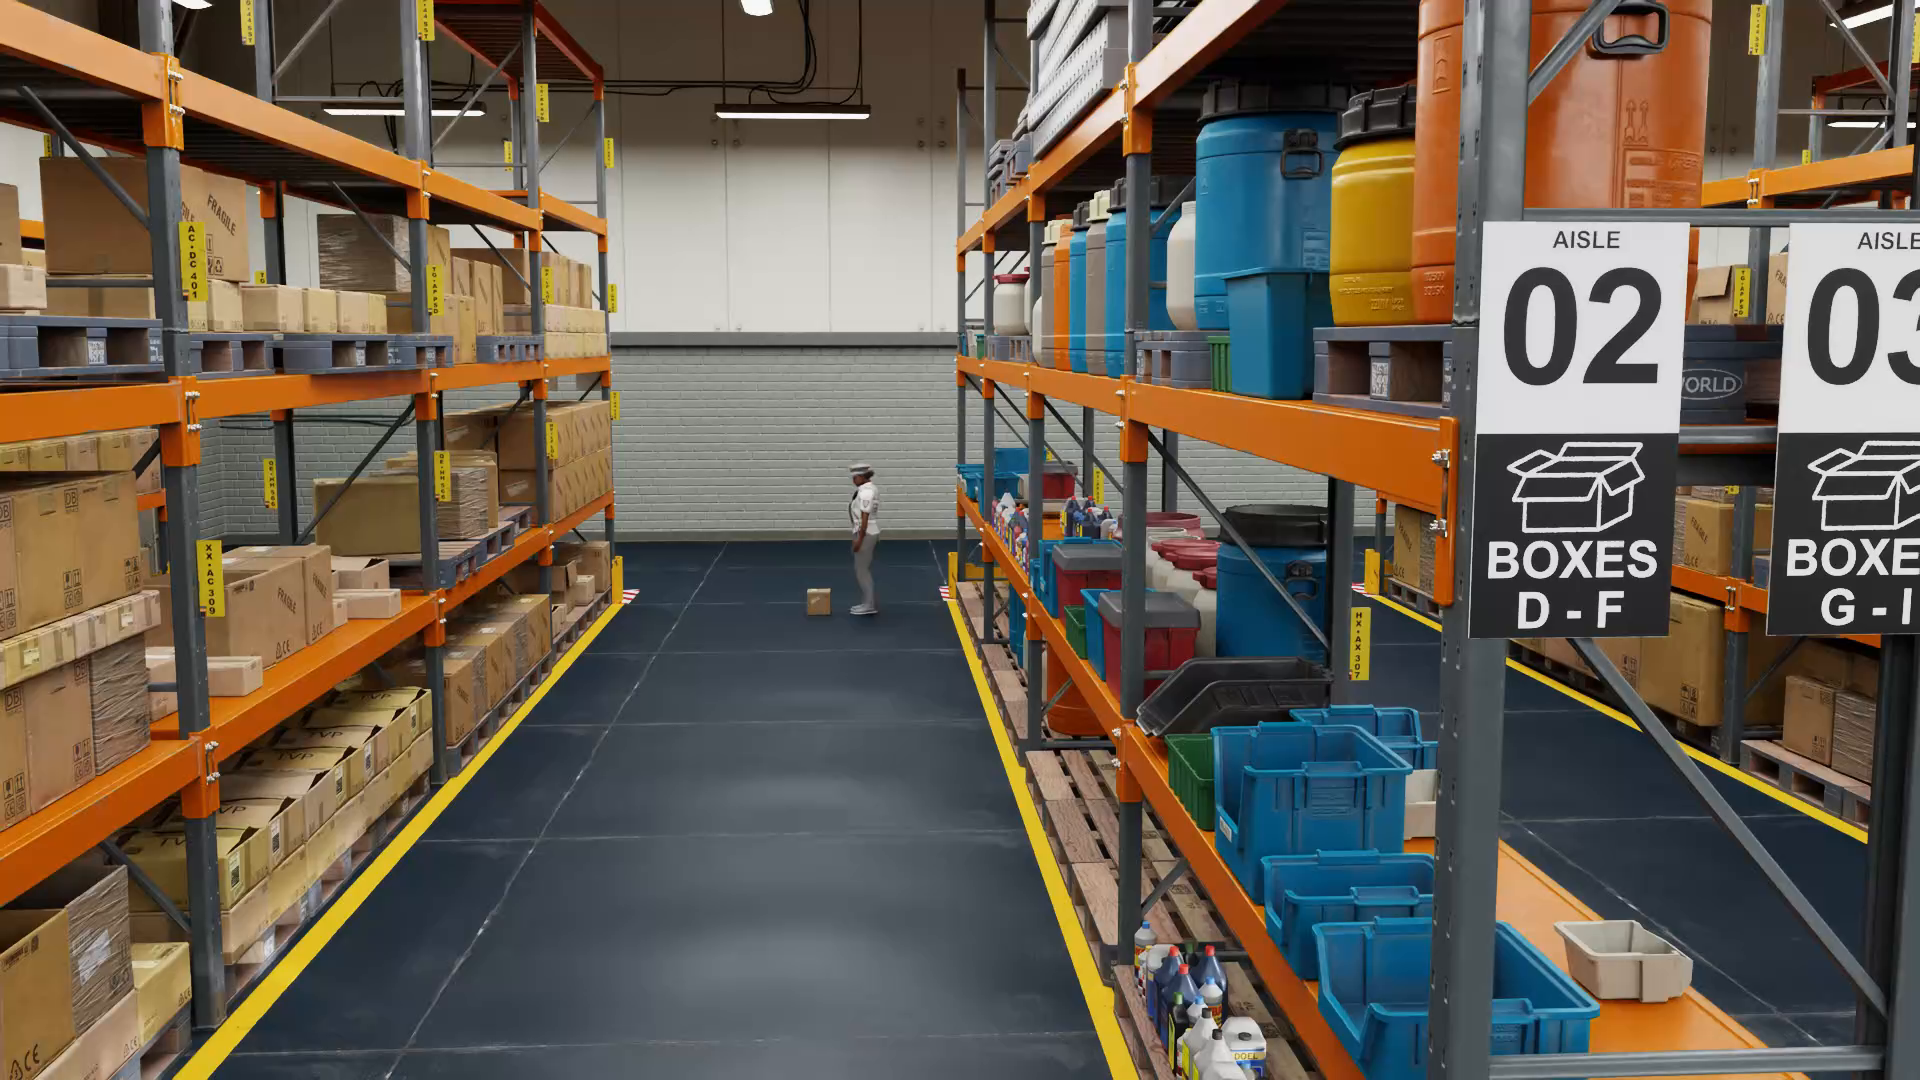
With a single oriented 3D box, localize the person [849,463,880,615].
[{"bbox_3d":[-1.043,-0.013,18.184,0.338,1.652,0.441,0,7,-3],"label":"person"}]
